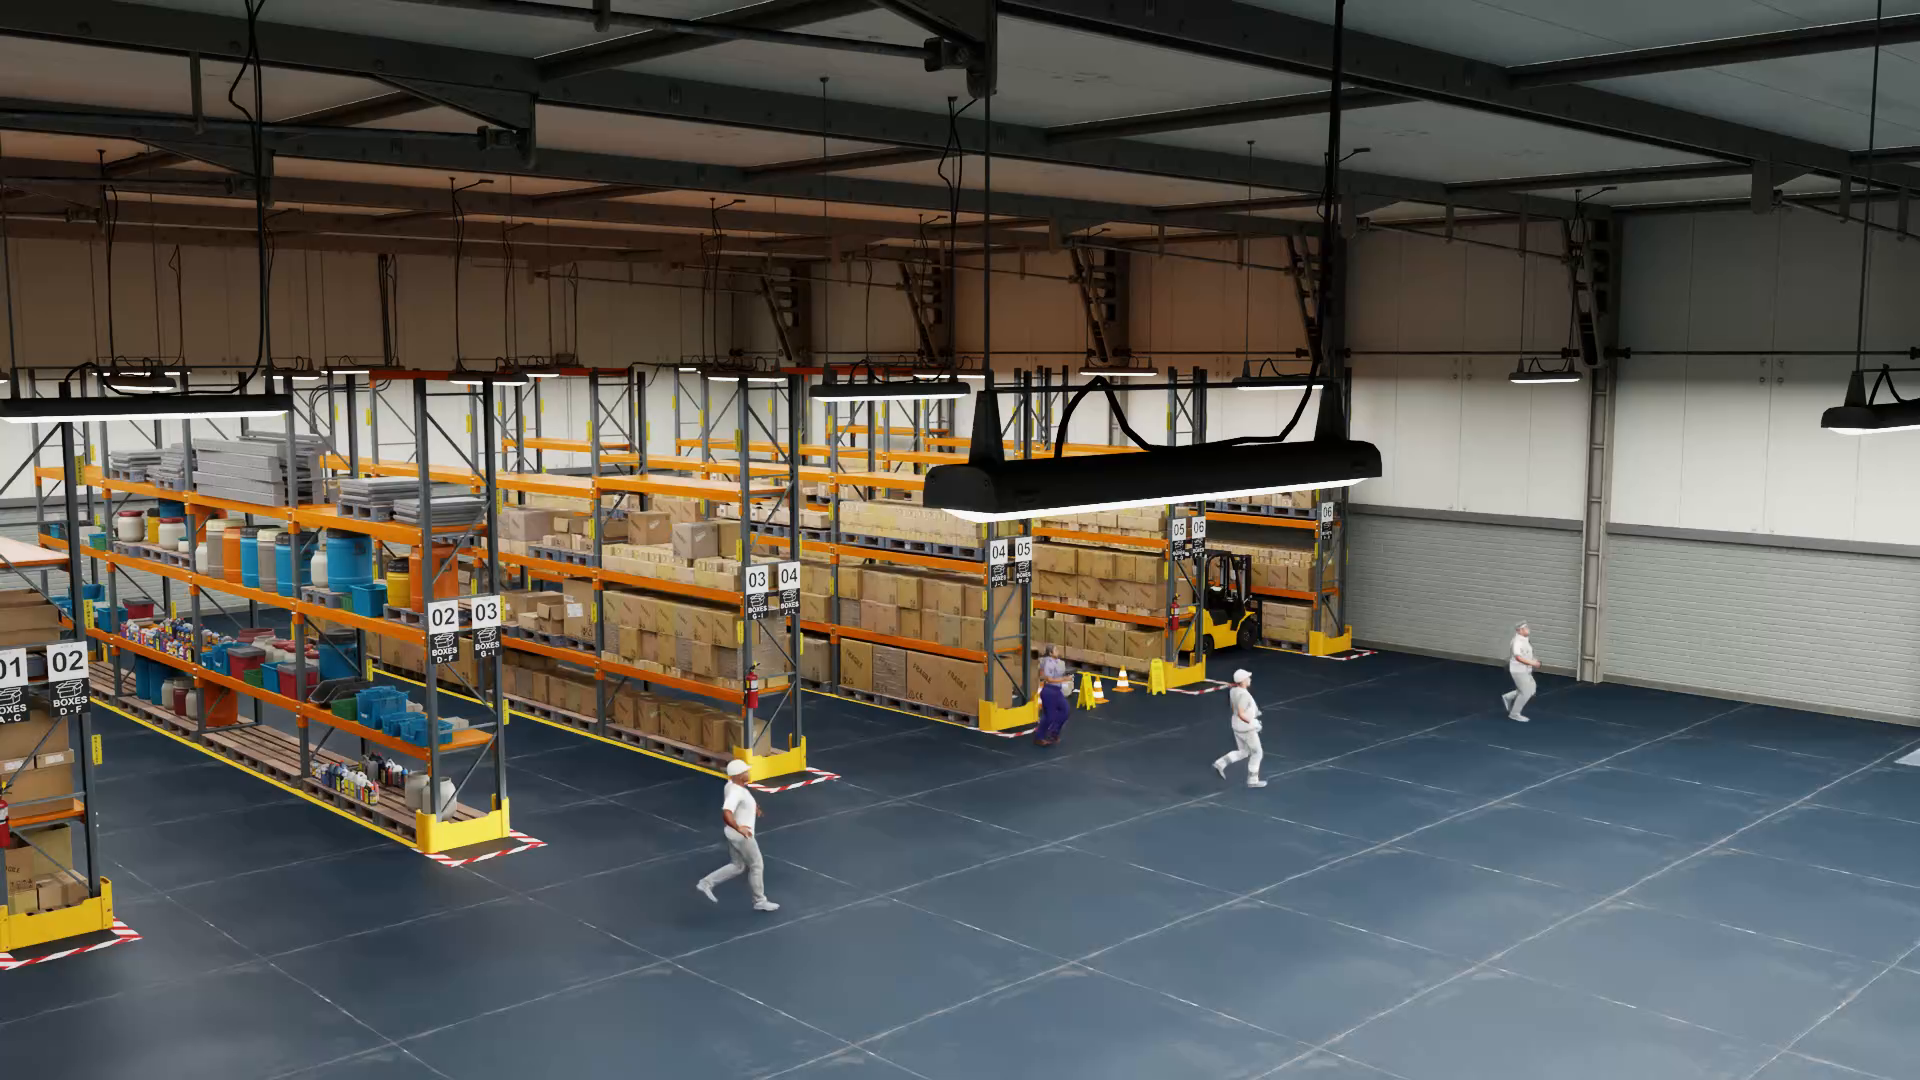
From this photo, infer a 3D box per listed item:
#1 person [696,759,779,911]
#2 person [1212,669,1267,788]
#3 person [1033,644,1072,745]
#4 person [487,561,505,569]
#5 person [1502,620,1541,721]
[{"bbox_3d":[-2.510,3.349,18.767,0.935,1.769,0.700,-2,7,-20],"label":"person"},{"bbox_3d":[4.086,2.743,24.140,0.801,1.752,0.664,-1,7,-10],"label":"person"},{"bbox_3d":[1.501,2.516,26.776,0.628,1.684,0.607,1,7,11],"label":"person"},{"bbox_3d":[-11.356,0.993,40.455,0.603,1.593,0.707,-5,8,-39],"label":"person"},{"bbox_3d":[9.680,2.237,28.655,0.611,1.752,0.705,2,7,20],"label":"person"}]
